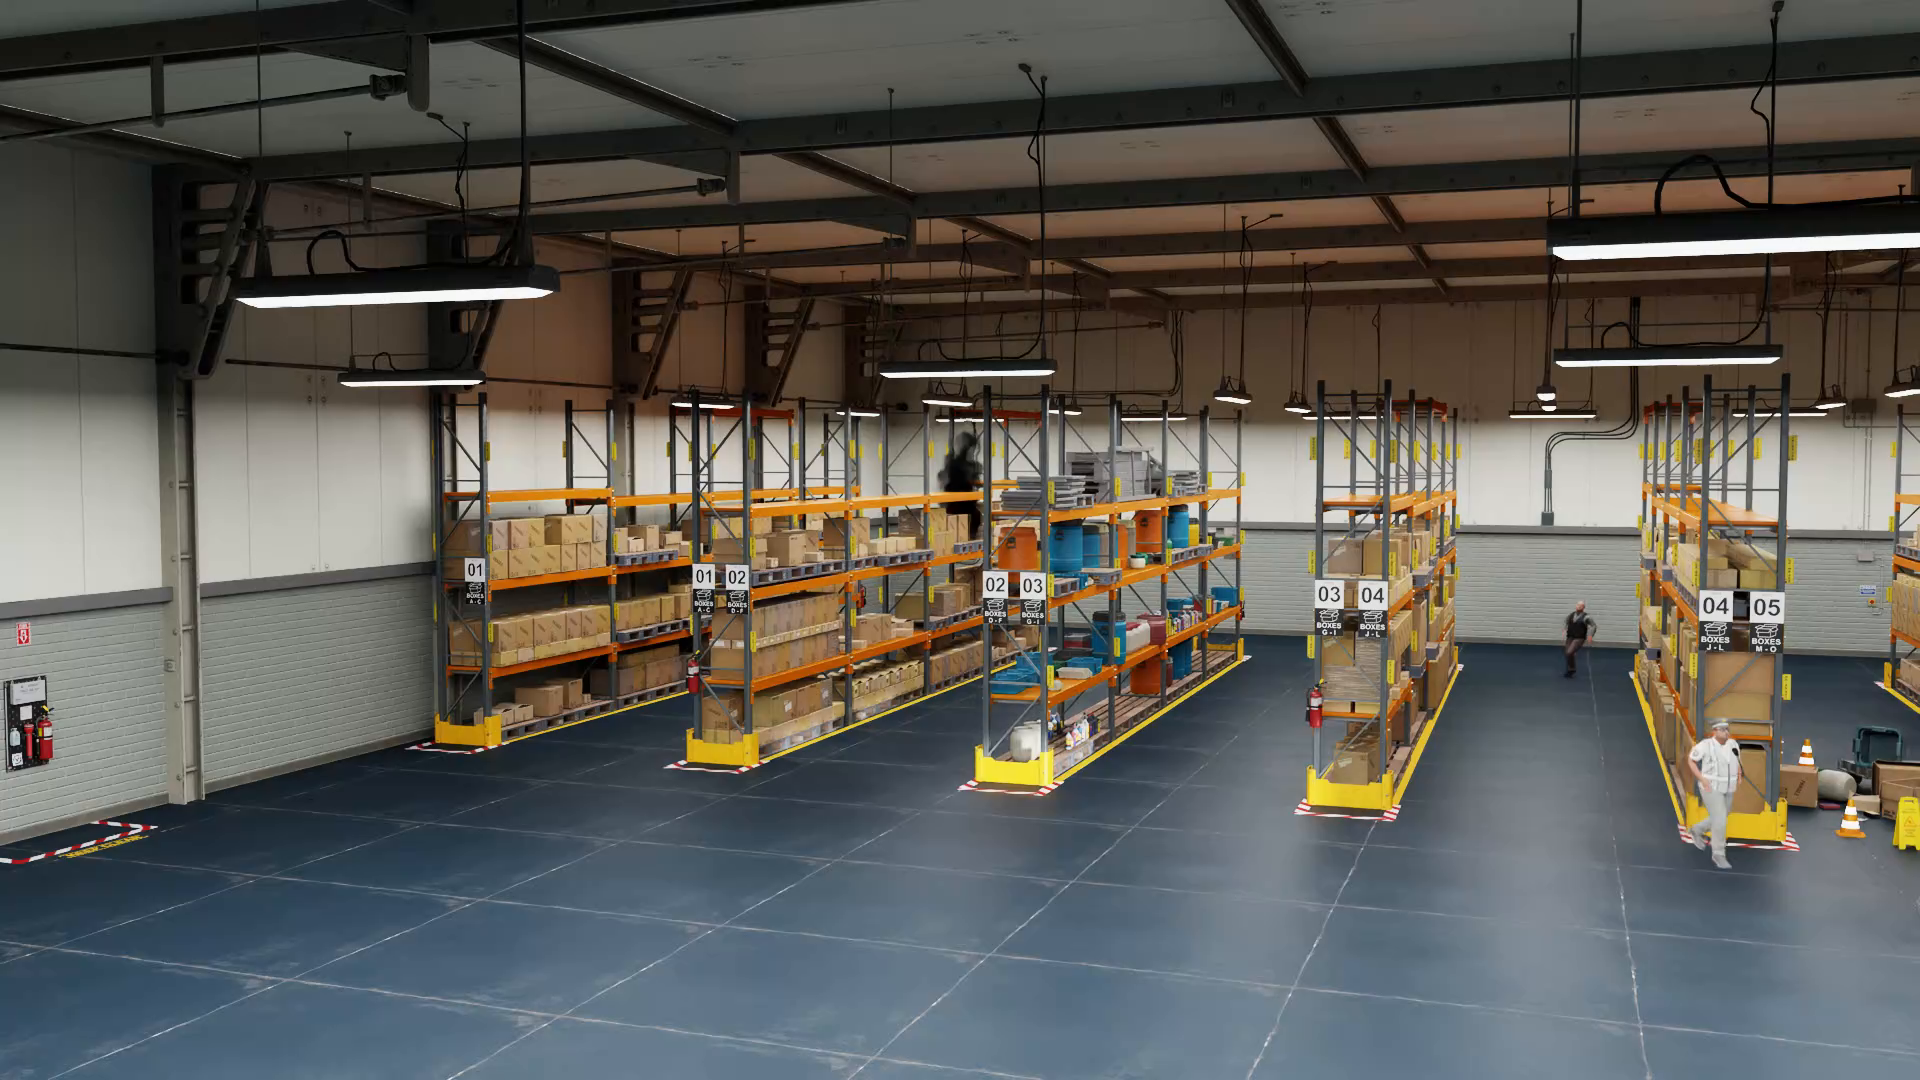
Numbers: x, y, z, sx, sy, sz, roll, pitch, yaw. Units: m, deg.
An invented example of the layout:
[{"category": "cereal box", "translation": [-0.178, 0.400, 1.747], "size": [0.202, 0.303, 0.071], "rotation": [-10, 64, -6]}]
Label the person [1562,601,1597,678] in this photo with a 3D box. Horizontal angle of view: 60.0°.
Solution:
[{"category": "person", "translation": [13.620, 2.209, 36.811], "size": [0.617, 1.706, 0.703], "rotation": [-2, 4, -35]}]

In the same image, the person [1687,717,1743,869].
[{"category": "person", "translation": [9.221, 3.045, 20.319], "size": [0.671, 1.819, 0.835], "rotation": [-1, 3, -14]}]
